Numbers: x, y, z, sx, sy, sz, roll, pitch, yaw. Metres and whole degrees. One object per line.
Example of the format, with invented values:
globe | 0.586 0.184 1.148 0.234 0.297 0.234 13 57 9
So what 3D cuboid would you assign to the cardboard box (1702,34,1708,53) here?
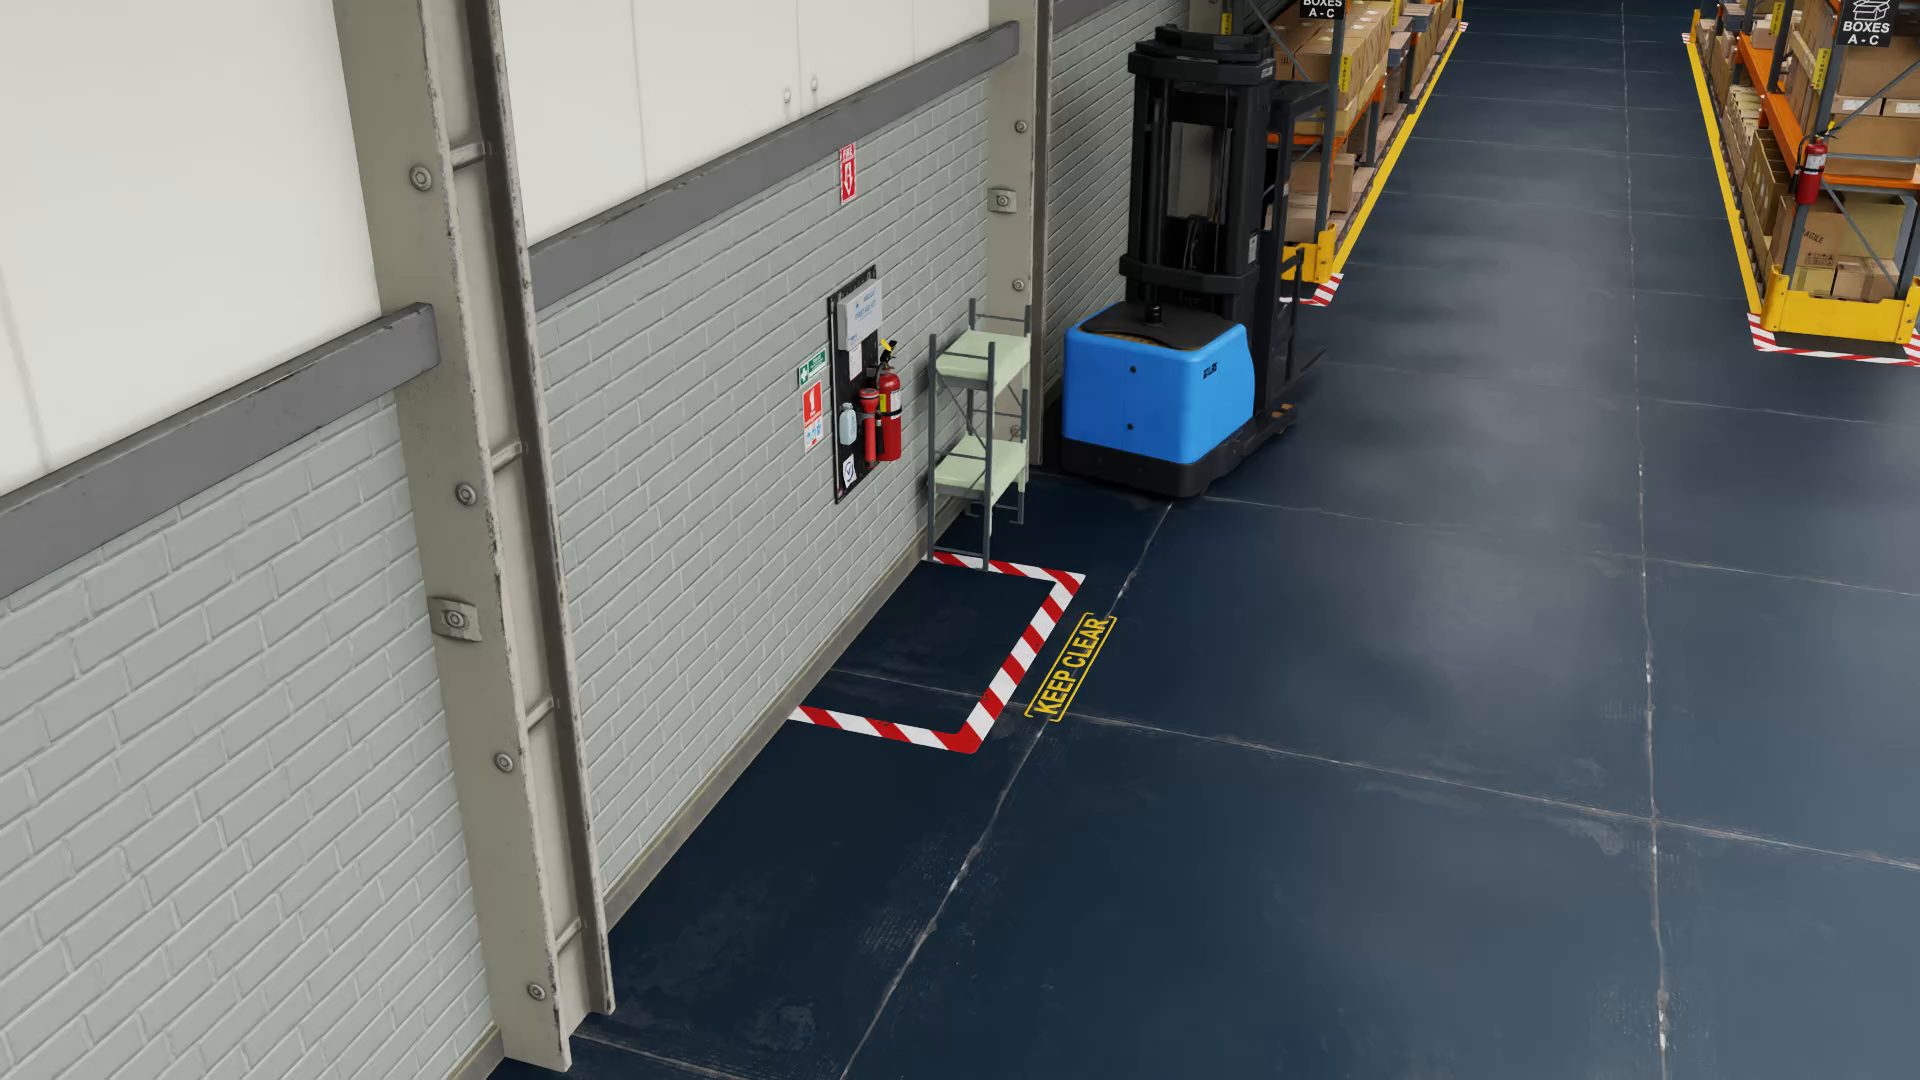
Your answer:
cardboard box | 11.797 -7.685 25.762 0.500 0.311 0.500 9 27 17

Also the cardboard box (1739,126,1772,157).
cardboard box | 8.995 -4.453 18.535 0.500 0.311 0.500 10 27 19

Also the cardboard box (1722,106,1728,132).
cardboard box | 9.843 -5.249 20.823 0.500 0.250 0.500 9 27 17

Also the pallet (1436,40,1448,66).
pallet | 7.280 -7.877 26.777 1.003 0.211 1.213 9 27 17

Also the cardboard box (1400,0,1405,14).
cardboard box | 5.314 -7.002 21.150 0.700 0.500 0.500 6 27 13

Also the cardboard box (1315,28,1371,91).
cardboard box | 3.754 -4.744 16.395 0.500 0.500 0.500 8 27 16

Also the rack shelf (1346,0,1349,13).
rack shelf | 3.625 -5.748 16.563 1.077 0.370 4.000 9 27 17

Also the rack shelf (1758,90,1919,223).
rack shelf | 8.298 -3.681 15.736 1.077 0.370 4.000 9 27 17

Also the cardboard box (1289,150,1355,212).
cardboard box | 3.756 -3.772 17.463 0.700 0.500 0.500 7 27 14

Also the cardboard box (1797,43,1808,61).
cardboard box | 8.438 -4.764 16.288 0.380 0.149 0.250 8 27 17

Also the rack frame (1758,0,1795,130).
rack frame | 8.963 -4.827 17.277 1.000 3.000 0.127 9 27 17

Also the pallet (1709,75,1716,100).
pallet | 11.390 -6.519 23.973 1.003 0.211 1.213 9 27 17

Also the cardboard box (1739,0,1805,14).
cardboard box | 10.398 -6.980 21.127 0.700 0.500 0.500 0 26 0

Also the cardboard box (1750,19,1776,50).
cardboard box | 9.814 -6.091 19.990 0.500 0.311 0.500 8 27 17

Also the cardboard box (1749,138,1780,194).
cardboard box | 8.355 -3.764 16.894 0.500 0.500 0.500 9 27 17

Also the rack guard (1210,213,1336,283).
rack guard | 2.985 -2.806 15.971 1.175 0.500 0.348 9 27 17

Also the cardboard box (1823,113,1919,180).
cardboard box | 7.800 -3.418 14.252 0.700 0.500 0.500 9 27 17

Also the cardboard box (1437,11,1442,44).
cardboard box | 7.298 -8.187 26.604 0.700 0.500 0.500 9 27 18

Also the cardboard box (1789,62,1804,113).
cardboard box | 8.652 -4.471 16.427 0.700 0.500 0.500 8 27 17

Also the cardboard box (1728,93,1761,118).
cardboard box | 9.676 -5.284 20.252 0.500 0.311 0.500 8 27 16

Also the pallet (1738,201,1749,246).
pallet | 8.659 -3.251 17.222 1.003 0.211 1.213 9 27 17

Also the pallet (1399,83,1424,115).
pallet | 5.955 -6.245 23.406 1.003 0.211 1.213 9 27 17

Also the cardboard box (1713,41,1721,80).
cardboard box | 11.068 -6.803 23.722 0.500 0.500 0.500 9 27 18

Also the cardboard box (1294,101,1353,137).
cardboard box | 3.421 -3.996 15.709 0.500 0.250 0.500 8 27 16

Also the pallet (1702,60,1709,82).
pallet | 11.855 -7.141 25.257 1.003 0.211 1.213 9 27 17

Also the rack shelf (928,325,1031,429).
rack shelf | 0.126 -1.009 10.208 0.431 0.370 0.720 10 27 17

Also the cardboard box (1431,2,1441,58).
cardboard box | 6.859 -7.766 25.333 0.750 0.750 0.750 9 27 18

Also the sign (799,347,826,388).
sign | -0.750 -0.880 8.476 0.001 0.109 0.331 9 27 17

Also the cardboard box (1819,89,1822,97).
cardboard box | 7.750 -3.917 14.539 0.380 0.149 0.250 8 27 17

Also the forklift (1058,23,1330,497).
forklift | 1.889 -2.203 11.937 1.130 2.935 3.031 15 30 28

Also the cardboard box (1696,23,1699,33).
cardboard box | 12.410 -8.456 27.519 0.380 0.166 0.250 9 27 17

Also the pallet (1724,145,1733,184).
pallet | 9.576 -4.383 19.560 1.003 0.211 1.213 9 27 17

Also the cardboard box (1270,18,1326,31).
cardboard box | 3.428 -5.029 16.983 0.500 0.500 0.500 9 27 18

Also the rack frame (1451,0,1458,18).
rack frame | 8.284 -10.475 28.942 1.000 3.000 0.127 9 27 17

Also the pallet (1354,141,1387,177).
pallet | 4.548 -4.609 20.026 1.003 0.211 1.213 9 27 17

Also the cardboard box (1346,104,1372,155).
cardboard box | 4.520 -4.921 19.836 0.700 0.500 0.500 10 27 19

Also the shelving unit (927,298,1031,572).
shelving unit | 0.118 -0.659 10.380 0.431 1.500 0.755 10 27 17

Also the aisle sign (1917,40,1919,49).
aisle sign | 7.899 -4.281 13.168 0.394 0.787 0.004 9 27 17

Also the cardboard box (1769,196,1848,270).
cardboard box | 7.530 -2.735 14.770 0.500 0.500 0.500 9 27 17

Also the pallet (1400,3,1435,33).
pallet | 5.485 -6.793 21.557 1.213 0.211 1.003 9 27 17

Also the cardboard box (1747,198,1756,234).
cardboard box | 8.181 -3.222 16.636 0.500 0.250 0.500 9 27 17

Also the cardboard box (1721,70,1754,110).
cardboard box | 10.384 -5.962 21.985 0.500 0.500 0.500 10 28 19

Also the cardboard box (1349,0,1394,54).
cardboard box | 4.425 -5.583 18.128 0.500 0.500 0.500 9 27 17

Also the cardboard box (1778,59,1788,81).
cardboard box | 9.083 -5.154 18.107 0.396 0.266 0.258 8 27 16

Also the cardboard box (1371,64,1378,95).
cardboard box | 4.092 -4.834 17.441 0.500 0.250 0.500 9 27 17

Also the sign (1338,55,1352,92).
sign | 3.471 -4.211 15.011 0.100 0.325 0.005 9 27 17

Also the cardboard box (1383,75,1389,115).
cardboard box | 5.150 -5.762 21.572 0.700 0.500 0.500 9 27 17

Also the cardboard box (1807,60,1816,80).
cardboard box | 8.094 -4.342 15.417 0.380 0.149 0.250 8 27 17

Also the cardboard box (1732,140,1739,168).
cardboard box | 9.168 -4.408 19.086 0.500 0.250 0.500 9 27 19

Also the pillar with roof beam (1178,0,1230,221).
pillar with roof beam | 6.436 -6.389 13.619 9.100 9.000 0.400 9 27 17

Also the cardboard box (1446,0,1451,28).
cardboard box | 7.979 -9.031 28.347 0.700 0.500 0.500 9 27 17

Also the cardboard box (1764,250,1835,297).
cardboard box | 7.532 -2.397 14.933 0.500 0.250 0.500 9 27 17

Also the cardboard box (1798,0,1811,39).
cardboard box | 8.822 -5.272 16.594 0.700 0.500 0.500 9 27 18

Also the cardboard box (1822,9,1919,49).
cardboard box | 8.154 -4.448 14.890 0.700 0.500 0.500 9 27 18

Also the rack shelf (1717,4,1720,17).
rack shelf | 12.291 -8.612 25.921 1.077 0.370 4.000 9 27 17
